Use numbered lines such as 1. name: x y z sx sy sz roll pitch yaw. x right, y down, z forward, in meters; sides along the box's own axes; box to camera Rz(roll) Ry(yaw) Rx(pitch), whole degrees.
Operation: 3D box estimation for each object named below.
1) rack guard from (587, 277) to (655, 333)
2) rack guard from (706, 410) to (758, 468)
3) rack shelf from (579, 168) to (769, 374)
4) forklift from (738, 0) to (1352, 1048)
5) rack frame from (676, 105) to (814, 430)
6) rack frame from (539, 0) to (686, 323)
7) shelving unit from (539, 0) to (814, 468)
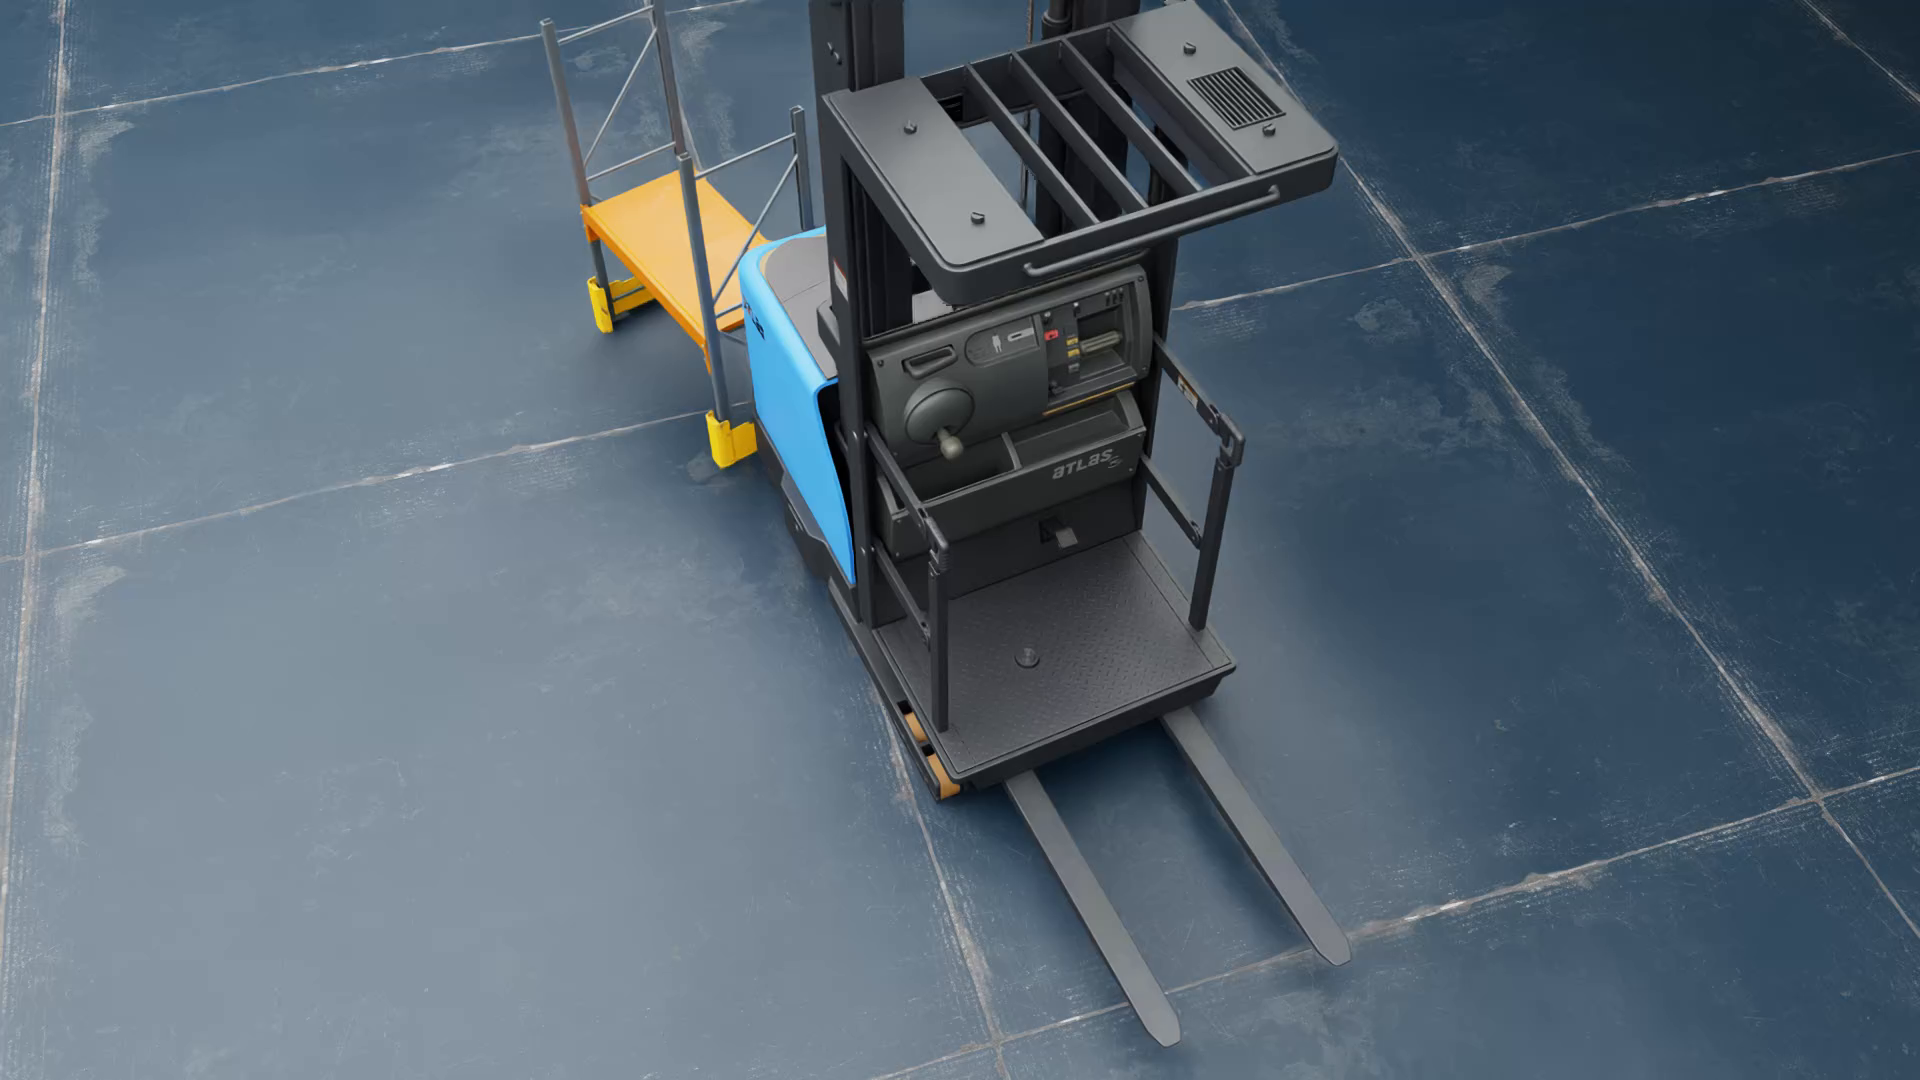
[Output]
1. rack guard: -1.350 -1.142 7.339 0.587 0.250 0.087 -29 56 -22
2. rack guard: -0.760 -0.528 6.821 0.587 0.250 0.087 -29 56 -22
3. rack shelf: -1.060 -1.127 6.744 0.538 0.185 1.000 -29 56 -22
4. forklift: 0.266 -0.437 4.991 1.130 2.935 3.031 -20 53 -16
5. rack frame: -0.759 -0.930 6.343 0.500 1.500 0.032 -29 56 -22
6. rack frame: -1.361 -1.556 6.871 0.500 1.500 0.032 -29 56 -22
7. shelving unit: -1.055 -1.238 6.602 0.587 1.500 1.083 -29 56 -22
